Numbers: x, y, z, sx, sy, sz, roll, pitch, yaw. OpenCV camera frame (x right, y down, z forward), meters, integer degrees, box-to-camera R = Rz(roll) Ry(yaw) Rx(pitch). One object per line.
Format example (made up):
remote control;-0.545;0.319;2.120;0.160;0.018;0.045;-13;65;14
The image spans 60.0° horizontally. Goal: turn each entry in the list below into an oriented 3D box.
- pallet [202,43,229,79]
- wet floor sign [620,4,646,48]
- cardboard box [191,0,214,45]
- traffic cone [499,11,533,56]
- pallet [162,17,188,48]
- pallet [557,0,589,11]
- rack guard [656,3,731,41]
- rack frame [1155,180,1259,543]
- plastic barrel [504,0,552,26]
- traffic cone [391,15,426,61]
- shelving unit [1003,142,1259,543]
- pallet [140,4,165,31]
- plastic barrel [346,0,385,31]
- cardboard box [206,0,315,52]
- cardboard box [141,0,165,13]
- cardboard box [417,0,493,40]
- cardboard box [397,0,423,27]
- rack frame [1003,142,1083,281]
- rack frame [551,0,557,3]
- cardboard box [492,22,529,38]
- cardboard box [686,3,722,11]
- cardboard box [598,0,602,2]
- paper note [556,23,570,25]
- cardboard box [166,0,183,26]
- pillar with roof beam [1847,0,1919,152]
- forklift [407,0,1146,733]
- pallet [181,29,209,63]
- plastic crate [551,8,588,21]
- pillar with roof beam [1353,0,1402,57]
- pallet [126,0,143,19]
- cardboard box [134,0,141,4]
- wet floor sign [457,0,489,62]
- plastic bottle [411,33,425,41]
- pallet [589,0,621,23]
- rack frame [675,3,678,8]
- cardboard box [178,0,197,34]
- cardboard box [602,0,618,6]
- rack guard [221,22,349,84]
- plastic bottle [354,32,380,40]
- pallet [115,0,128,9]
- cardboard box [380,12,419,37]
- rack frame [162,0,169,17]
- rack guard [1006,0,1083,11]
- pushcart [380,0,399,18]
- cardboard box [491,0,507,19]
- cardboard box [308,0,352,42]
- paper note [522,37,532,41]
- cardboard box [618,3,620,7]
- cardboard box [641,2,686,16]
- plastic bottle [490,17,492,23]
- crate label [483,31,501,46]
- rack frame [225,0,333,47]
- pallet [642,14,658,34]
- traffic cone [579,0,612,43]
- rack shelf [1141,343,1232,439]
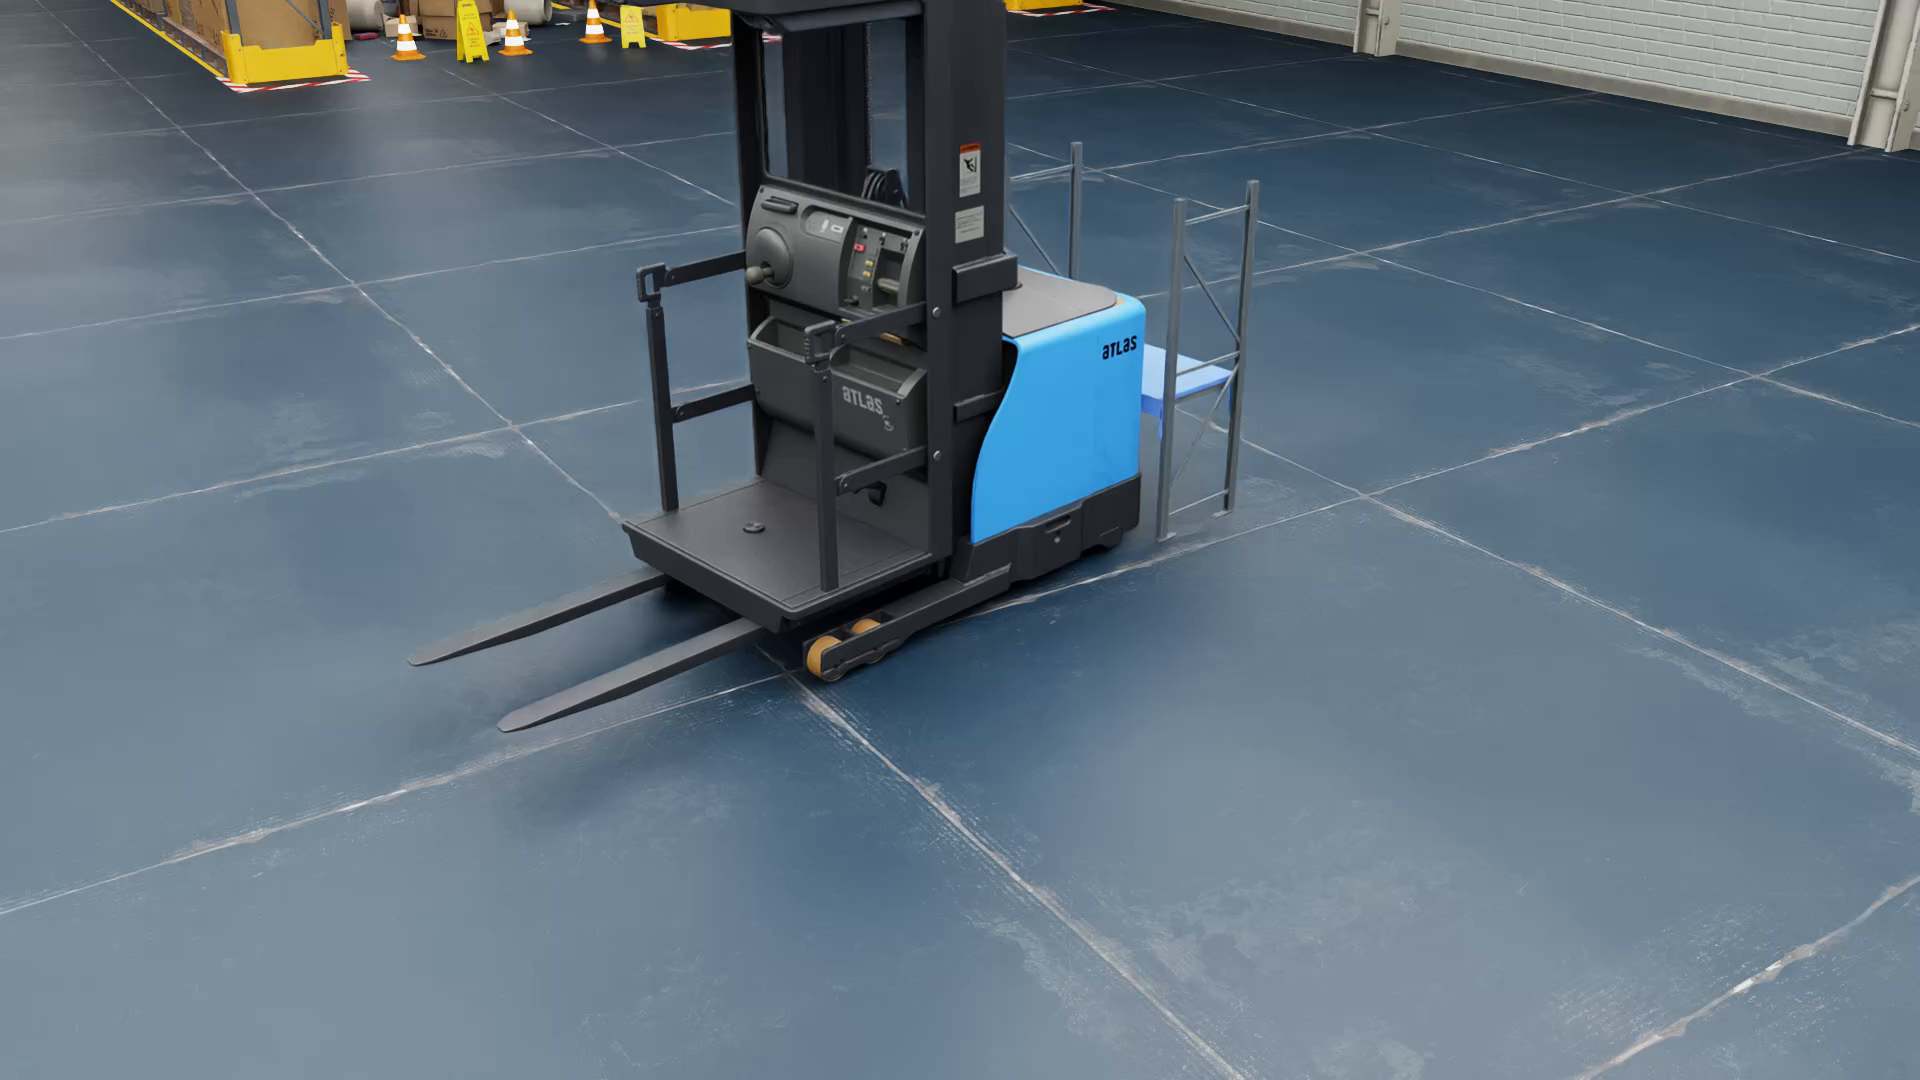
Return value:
pallet;-7.639;-5.297;18.223;1.003;0.211;1.213;-16;29;-30
wet floor sign;-3.838;-6.098;19.411;0.267;0.644;0.232;-6;26;-12
cardboard box;-8.045;-6.060;18.571;0.875;0.875;0.875;-16;30;-30
traffic cone;-5.105;-5.805;19.005;0.336;0.463;0.334;-16;29;-30
pallet;-8.971;-6.169;20.071;1.003;0.211;1.213;-16;29;-30
pallet;-4.832;-7.417;22.715;1.003;0.211;1.213;-16;29;-30
rack guard;-3.087;-6.376;20.172;1.175;0.500;0.348;-16;29;-30
rack frame;1.045;-0.741;7.064;0.500;1.500;0.032;-21;32;-37
plastic barrel;-5.441;-6.701;20.948;0.512;0.421;0.421;3;25;6
traffic cone;-6.237;-5.664;18.705;0.336;0.463;0.334;-16;29;-30
shelving unit;0.704;-0.902;7.405;0.538;1.500;1.048;-21;32;-37
pallet;-9.805;-6.718;21.234;1.003;0.211;1.213;-16;29;-30
plastic barrel;-7.416;-6.507;20.539;0.512;0.421;0.421;3;25;6
cardboard box;-7.563;-5.746;17.905;0.875;0.875;0.875;-15;29;-29
cardboard box;-9.735;-7.094;20.907;1.050;0.750;0.750;-16;29;-30
cardboard box;-6.125;-6.389;20.194;0.637;0.503;0.797;7;26;15
cardboard box;-6.643;-6.783;20.870;0.797;0.637;0.503;-16;29;-30
rack frame;0.363;-1.063;7.746;0.500;1.500;0.032;-21;32;-37
rack frame;-5.229;-8.910;22.611;1.000;3.000;0.127;-16;29;-30
cardboard box;-5.453;-6.188;20.184;0.380;0.149;0.250;-1;25;-3
cardboard box;-3.254;-6.779;20.825;0.500;0.250;0.500;-16;30;-30
cardboard box;-4.540;-7.205;21.729;0.500;0.250;0.500;-16;30;-30
paper note;-5.039;-6.556;21.102;0.148;0.019;0.142;18;31;33
cardboard box;-9.036;-6.708;19.944;0.875;0.875;0.875;-15;29;-29
pillar with roof beam;4.431;-6.514;10.508;9.100;9.000;0.400;-16;29;-30
forklift;-0.627;-1.052;6.044;3.031;2.935;1.130;-23;33;-39
pallet;-8.301;-5.733;19.146;1.003;0.211;1.213;-16;29;-30
plastic crate;-5.059;-6.837;21.640;0.583;0.080;0.402;18;31;33
pillar with roof beam;1.155;-8.660;15.054;9.100;9.000;0.400;-16;29;-30
pallet;-10.475;-7.155;22.159;1.003;0.211;1.213;-16;29;-30
cardboard box;-10.258;-7.440;21.640;1.050;0.750;0.750;-16;29;-30
wet floor sign;-5.462;-5.676;18.518;0.267;0.644;0.232;-22;33;-38
plastic bottle;-6.579;-6.051;19.996;0.283;0.061;0.133;18;31;33
pallet;-4.162;-6.981;21.790;1.003;0.211;1.213;-16;29;-30
rack frame;-3.045;-7.480;19.580;1.000;3.000;0.127;-16;29;-30
cardboard box;-8.541;-6.387;19.263;0.875;0.875;0.875;-15;29;-29
cardboard box;-4.278;-7.026;21.348;0.500;0.250;0.500;-17;30;-31
rack guard;-7.124;-5.151;17.576;1.175;0.500;0.348;-16;29;-30
plastic bottle;-7.146;-6.079;20.057;0.133;0.061;0.283;18;31;33
pallet;-11.137;-7.591;23.082;1.003;0.211;1.213;-16;29;-30
cardboard box;-6.839;-6.299;20.281;0.396;0.266;0.258;-10;27;-21
rack frame;-9.321;-7.721;20.091;1.000;3.000;0.127;-16;29;-30
rack guard;1.125;-7.499;22.549;1.175;0.500;0.348;-16;29;-30
pushcart;-7.112;-7.175;22.007;0.936;0.377;1.648;18;31;33
cardboard box;-5.784;-7.081;21.661;0.500;0.500;0.500;3;25;6
cardboard box;-7.614;-6.275;19.954;0.500;0.500;0.500;-10;27;-21
paper note;-5.229;-6.011;19.948;0.142;0.019;0.148;18;31;33
cardboard box;-3.988;-6.840;20.954;0.500;0.250;0.500;-15;29;-29
cardboard box;-3.725;-6.661;20.576;0.500;0.250;0.500;-16;29;-30
plastic bottle;-6.095;-6.683;21.335;0.133;0.061;0.283;-10;27;-21
crate label;-5.586;-5.925;19.640;0.298;0.136;0.250;12;28;24
rack frame;-7.137;-6.290;17.060;1.000;3.000;0.127;-16;29;-30
pallet;-3.500;-6.545;20.866;1.003;0.211;1.213;-16;29;-30
traffic cone;-4.361;-6.186;19.811;0.336;0.463;0.334;-16;29;-30
rack shelf;0.704;-0.740;7.481;0.538;0.185;1.000;-21;32;-37
